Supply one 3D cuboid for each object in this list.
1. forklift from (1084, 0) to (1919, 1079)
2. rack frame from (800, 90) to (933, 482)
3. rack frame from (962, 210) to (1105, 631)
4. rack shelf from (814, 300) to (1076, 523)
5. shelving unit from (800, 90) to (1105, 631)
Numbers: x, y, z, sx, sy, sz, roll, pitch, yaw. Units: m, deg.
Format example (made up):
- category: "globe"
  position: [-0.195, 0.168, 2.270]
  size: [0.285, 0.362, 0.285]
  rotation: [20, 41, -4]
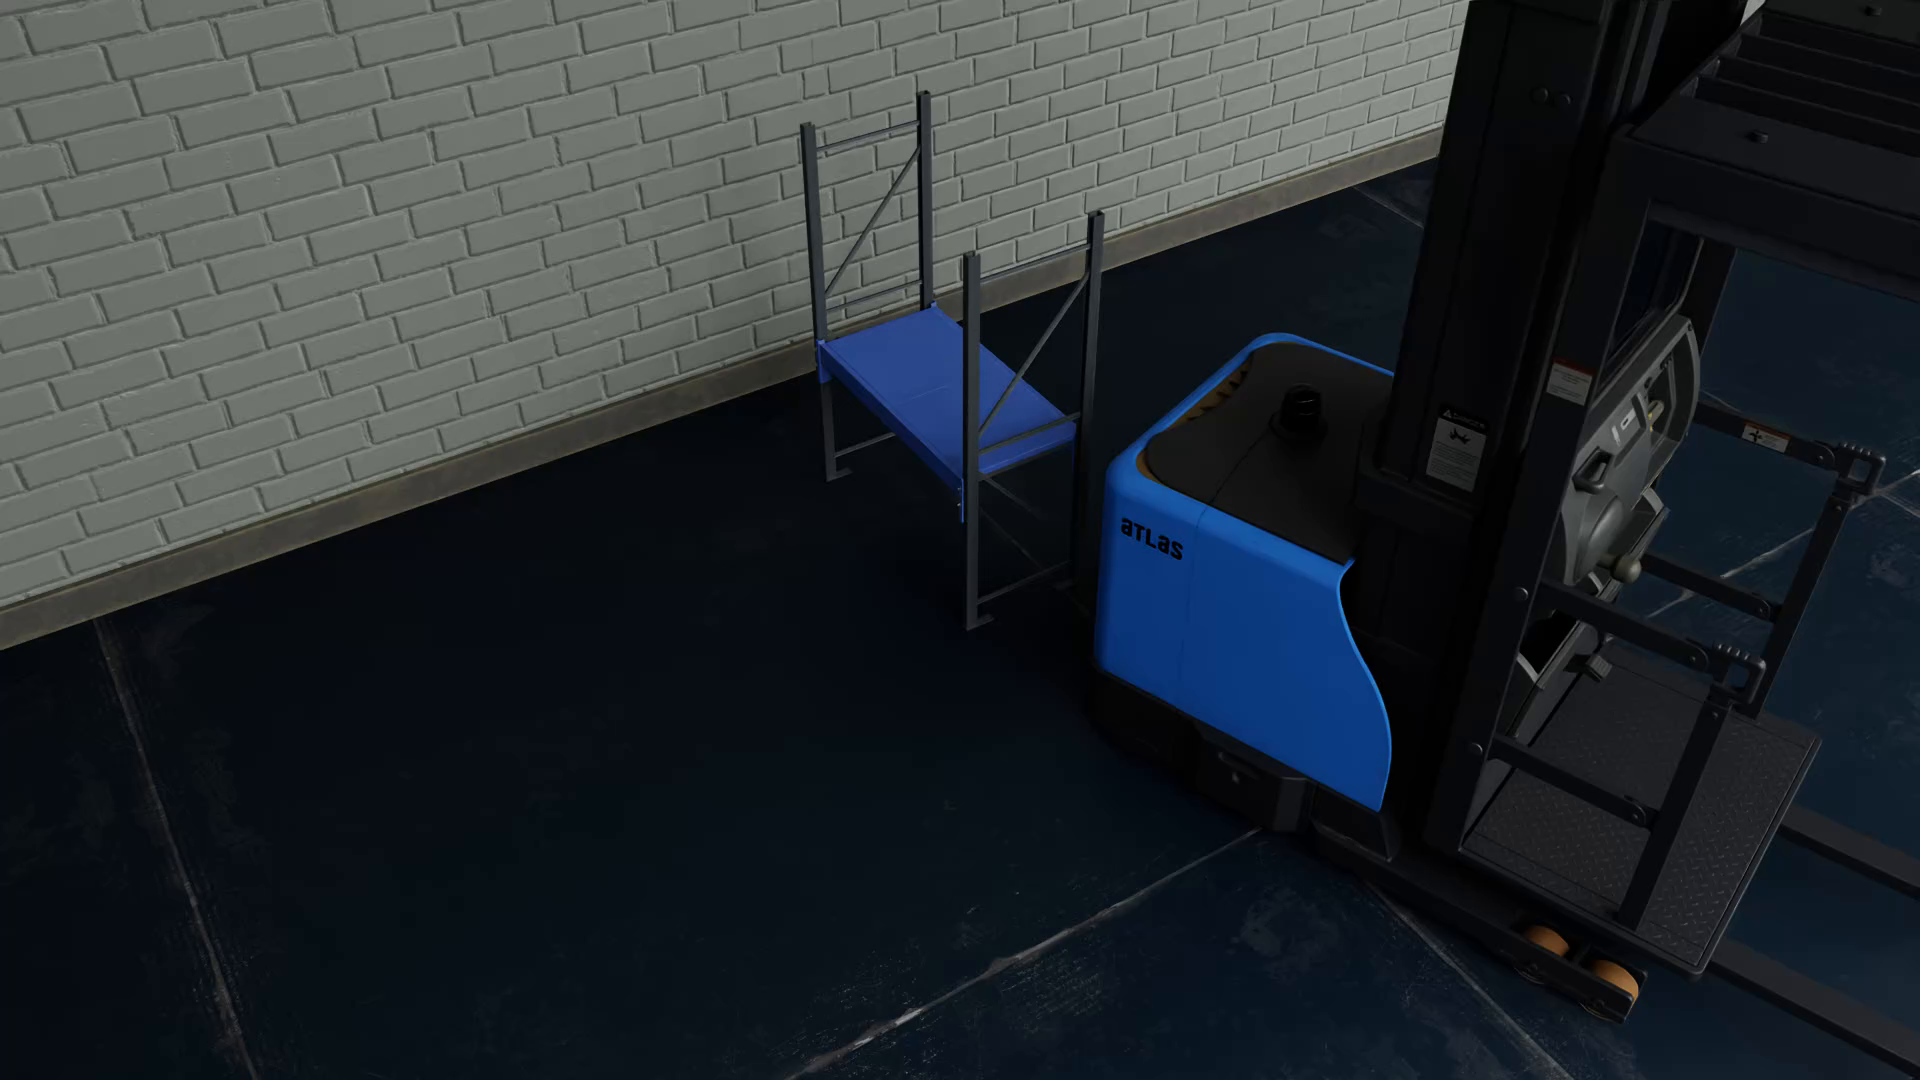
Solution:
- category: "forklift"
  position: [1.883, -0.176, 4.172]
  size: [3.031, 2.935, 1.130]
  rotation: [27, 47, 28]
- category: "rack frame"
  position: [-0.319, -0.897, 6.154]
  size: [0.500, 1.500, 0.032]
  rotation: [-22, 45, -24]
- category: "rack frame"
  position: [0.227, -0.348, 5.496]
  size: [0.500, 1.500, 0.032]
  rotation: [-22, 45, -24]
- category: "rack shelf"
  position: [-0.046, -0.484, 5.940]
  size: [0.538, 0.185, 1.000]
  rotation: [-22, 45, -24]
- category: "shelving unit"
  position: [-0.046, -0.622, 5.825]
  size: [0.538, 1.500, 1.048]
  rotation: [-22, 45, -24]
